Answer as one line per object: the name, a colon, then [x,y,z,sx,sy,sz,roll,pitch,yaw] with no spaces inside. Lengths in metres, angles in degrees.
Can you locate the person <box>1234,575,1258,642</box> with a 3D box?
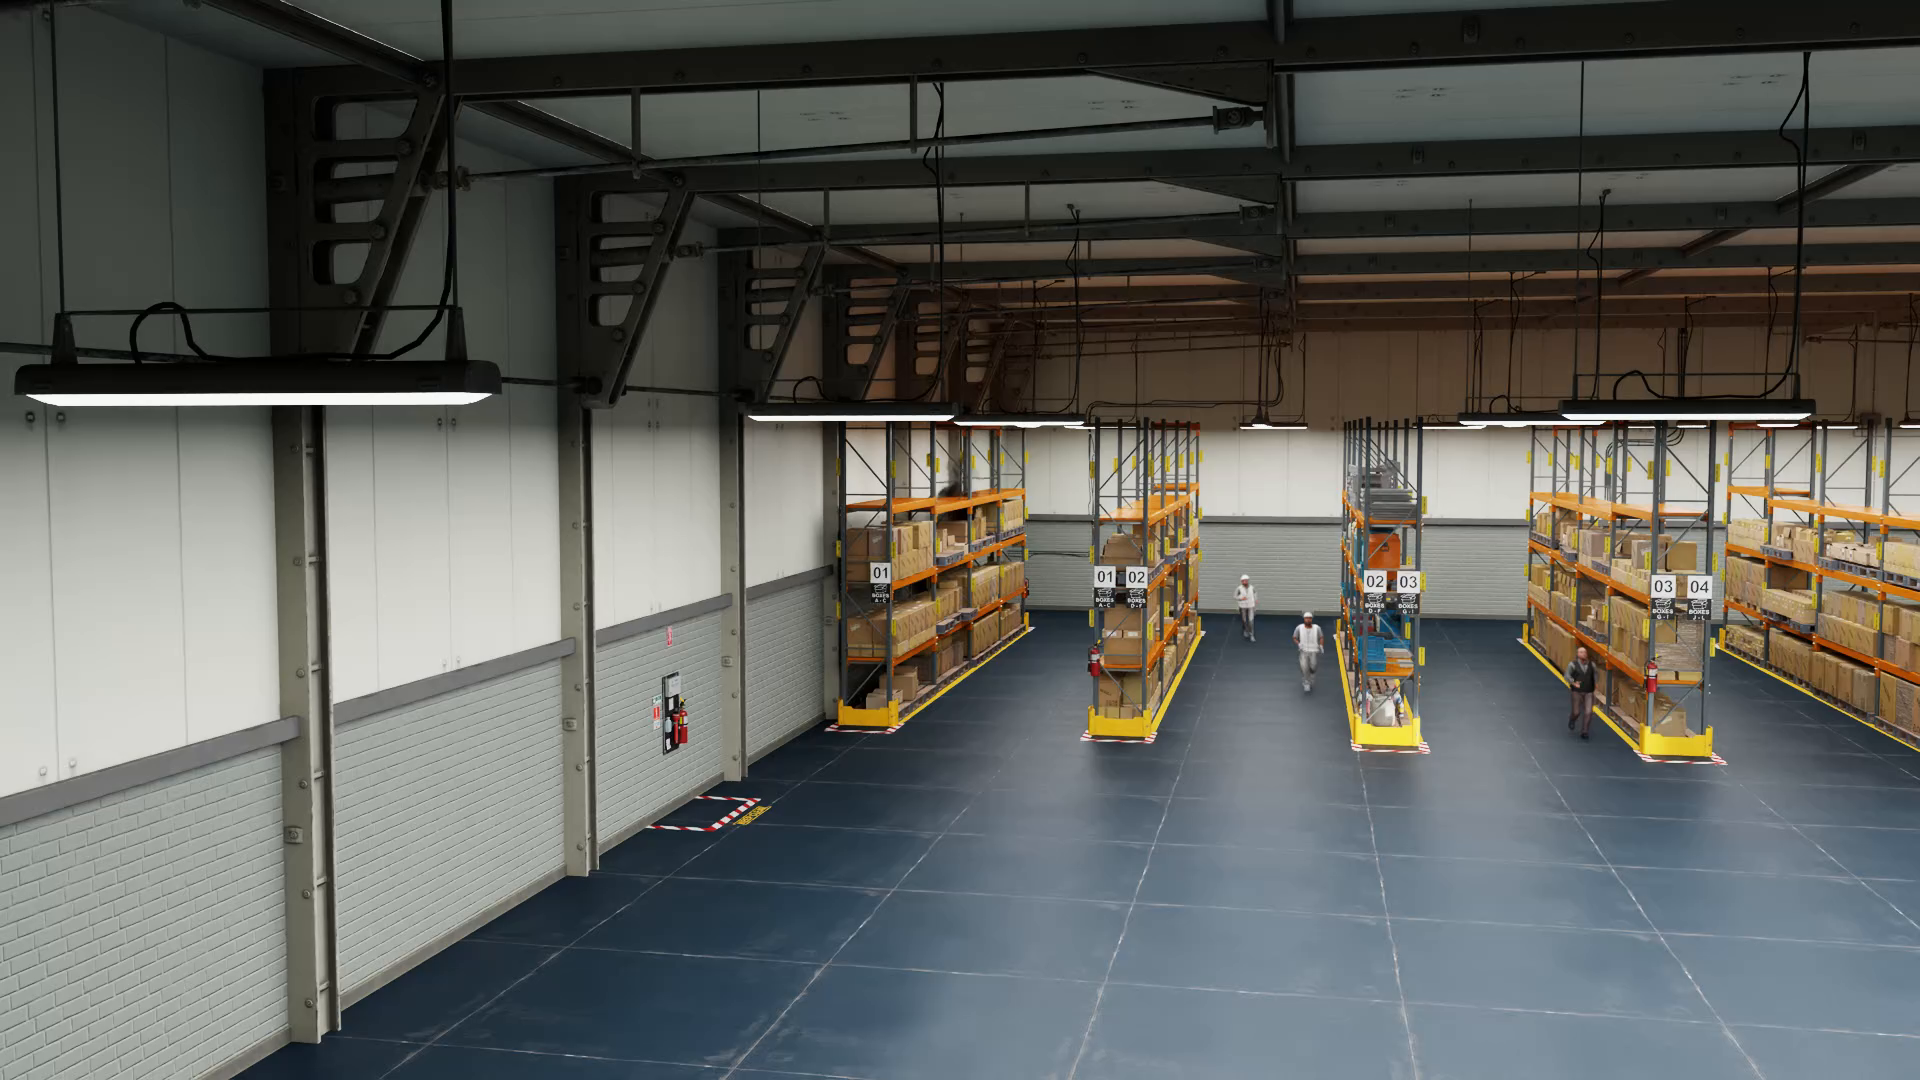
person: [7.866,1.856,45.756,0.667,1.785,0.956,0,4,5]

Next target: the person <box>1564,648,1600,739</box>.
person: [11.682,2.859,31.218,0.665,1.676,0.719,0,4,7]

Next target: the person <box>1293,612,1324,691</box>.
person: [7.712,2.470,36.833,0.685,1.736,0.597,1,4,11]
